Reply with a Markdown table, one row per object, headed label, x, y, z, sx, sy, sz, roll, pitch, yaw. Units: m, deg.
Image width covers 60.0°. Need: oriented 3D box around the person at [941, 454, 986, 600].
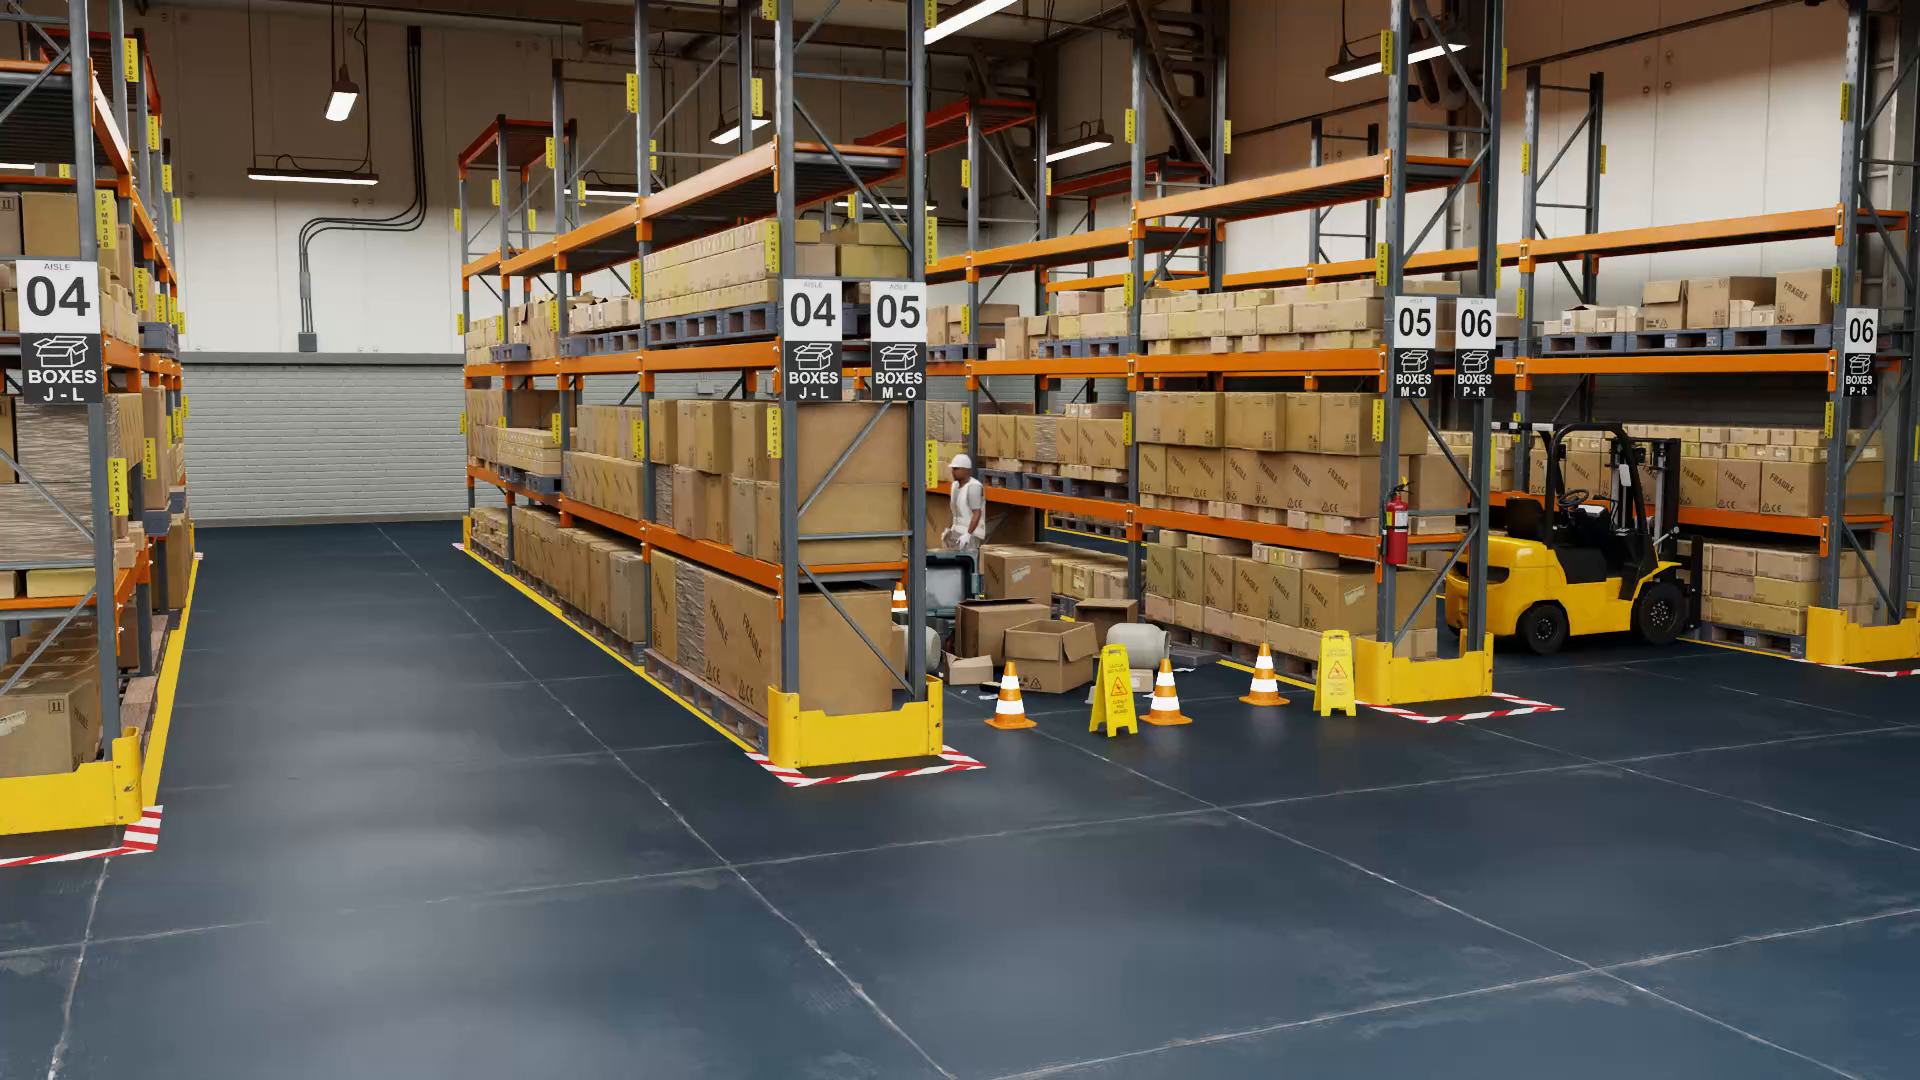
| label | x | y | z | sx | sy | sz | roll | pitch | yaw |
| --- | --- | --- | --- | --- | --- | --- | --- | --- | --- |
| person | 0.048 | -0.033 | 17.859 | 0.411 | 1.781 | 0.575 | -3 | 6 | -27 |
